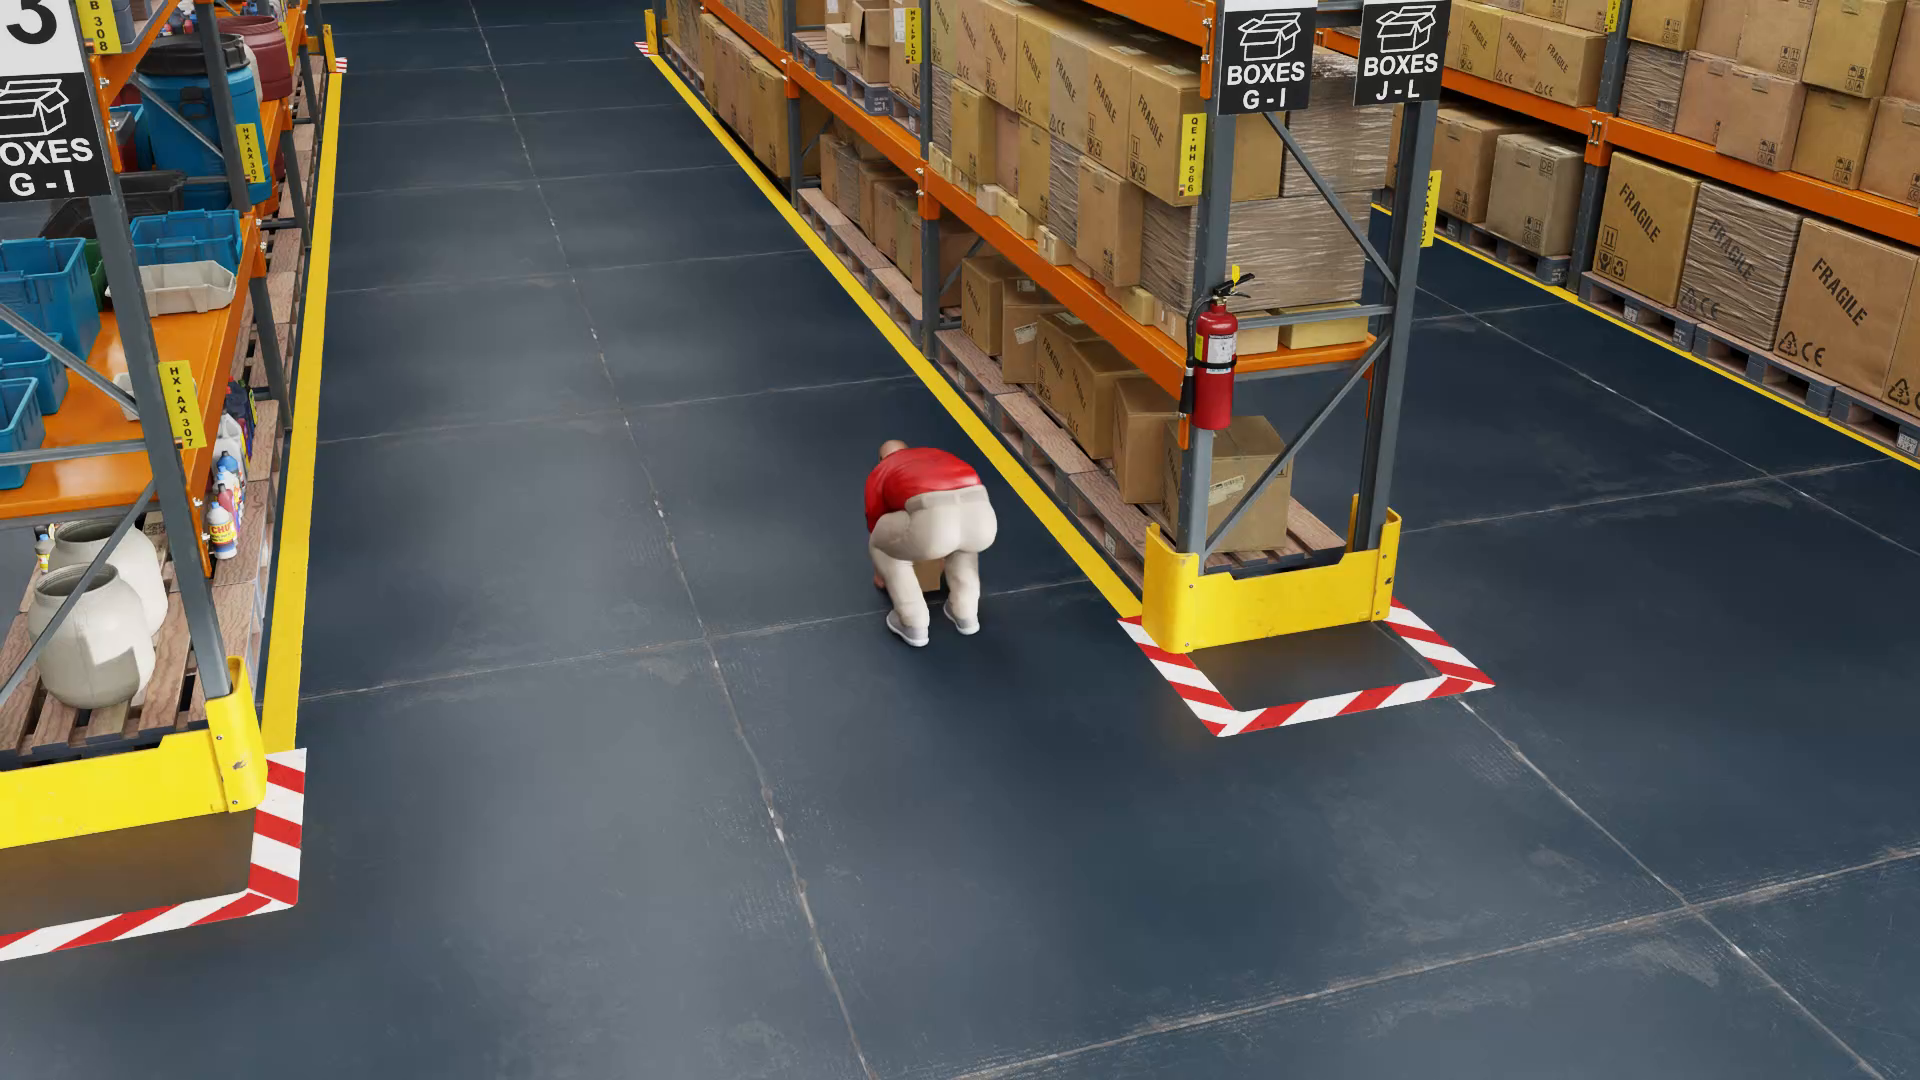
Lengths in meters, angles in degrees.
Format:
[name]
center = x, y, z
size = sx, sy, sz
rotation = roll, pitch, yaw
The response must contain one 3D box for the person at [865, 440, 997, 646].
[person]
center = -0.167, -0.018, 7.710
size = 0.534, 0.847, 0.957
rotation = -9, 28, -18
